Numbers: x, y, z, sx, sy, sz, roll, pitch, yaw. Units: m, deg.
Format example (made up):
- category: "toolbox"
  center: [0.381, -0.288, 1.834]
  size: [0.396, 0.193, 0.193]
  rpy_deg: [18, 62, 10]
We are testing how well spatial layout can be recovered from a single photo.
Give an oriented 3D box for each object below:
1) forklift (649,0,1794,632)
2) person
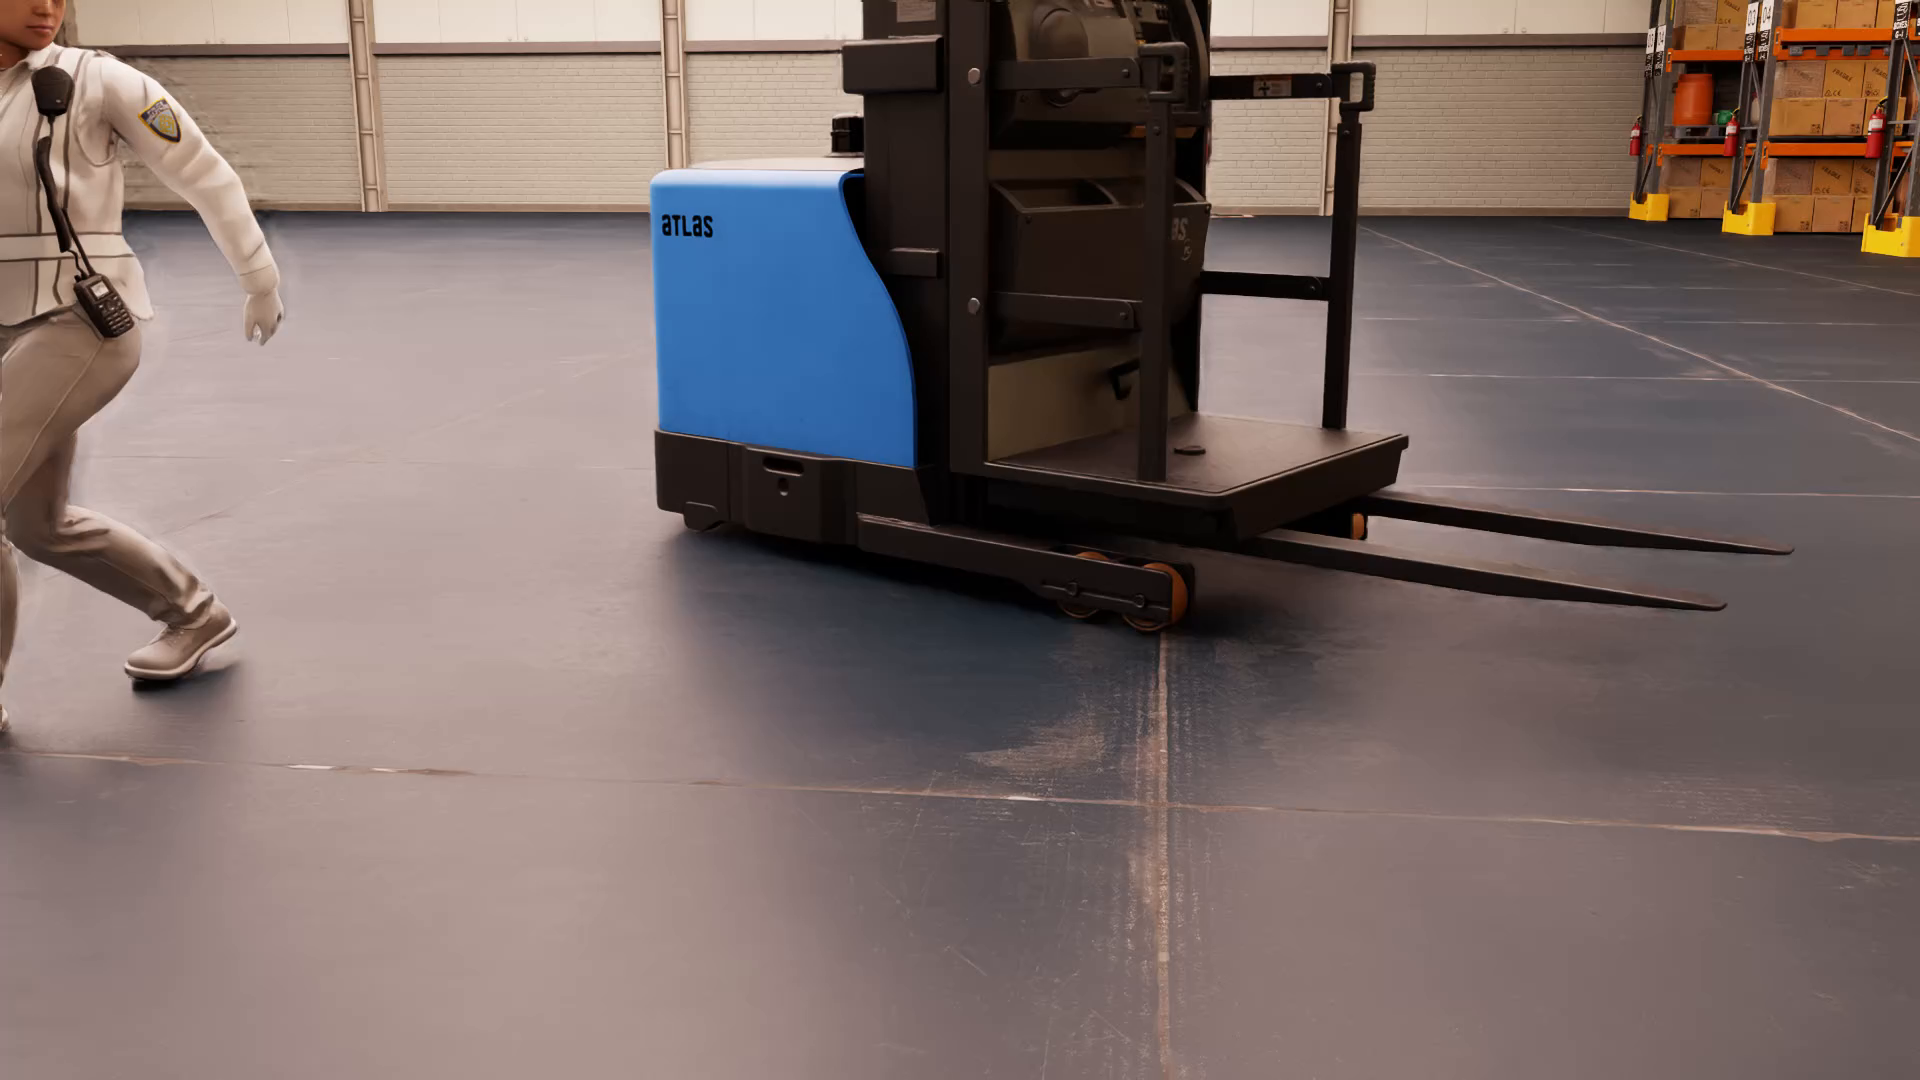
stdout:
- category: "forklift"
  center: [0.549, -1.342, 4.250]
  size: [3.031, 2.935, 1.130]
  rpy_deg: [10, 16, 37]
- category: "person"
  center: [-1.811, -0.401, 3.284]
  size: [0.506, 1.602, 0.884]
  rpy_deg: [6, 14, 24]
